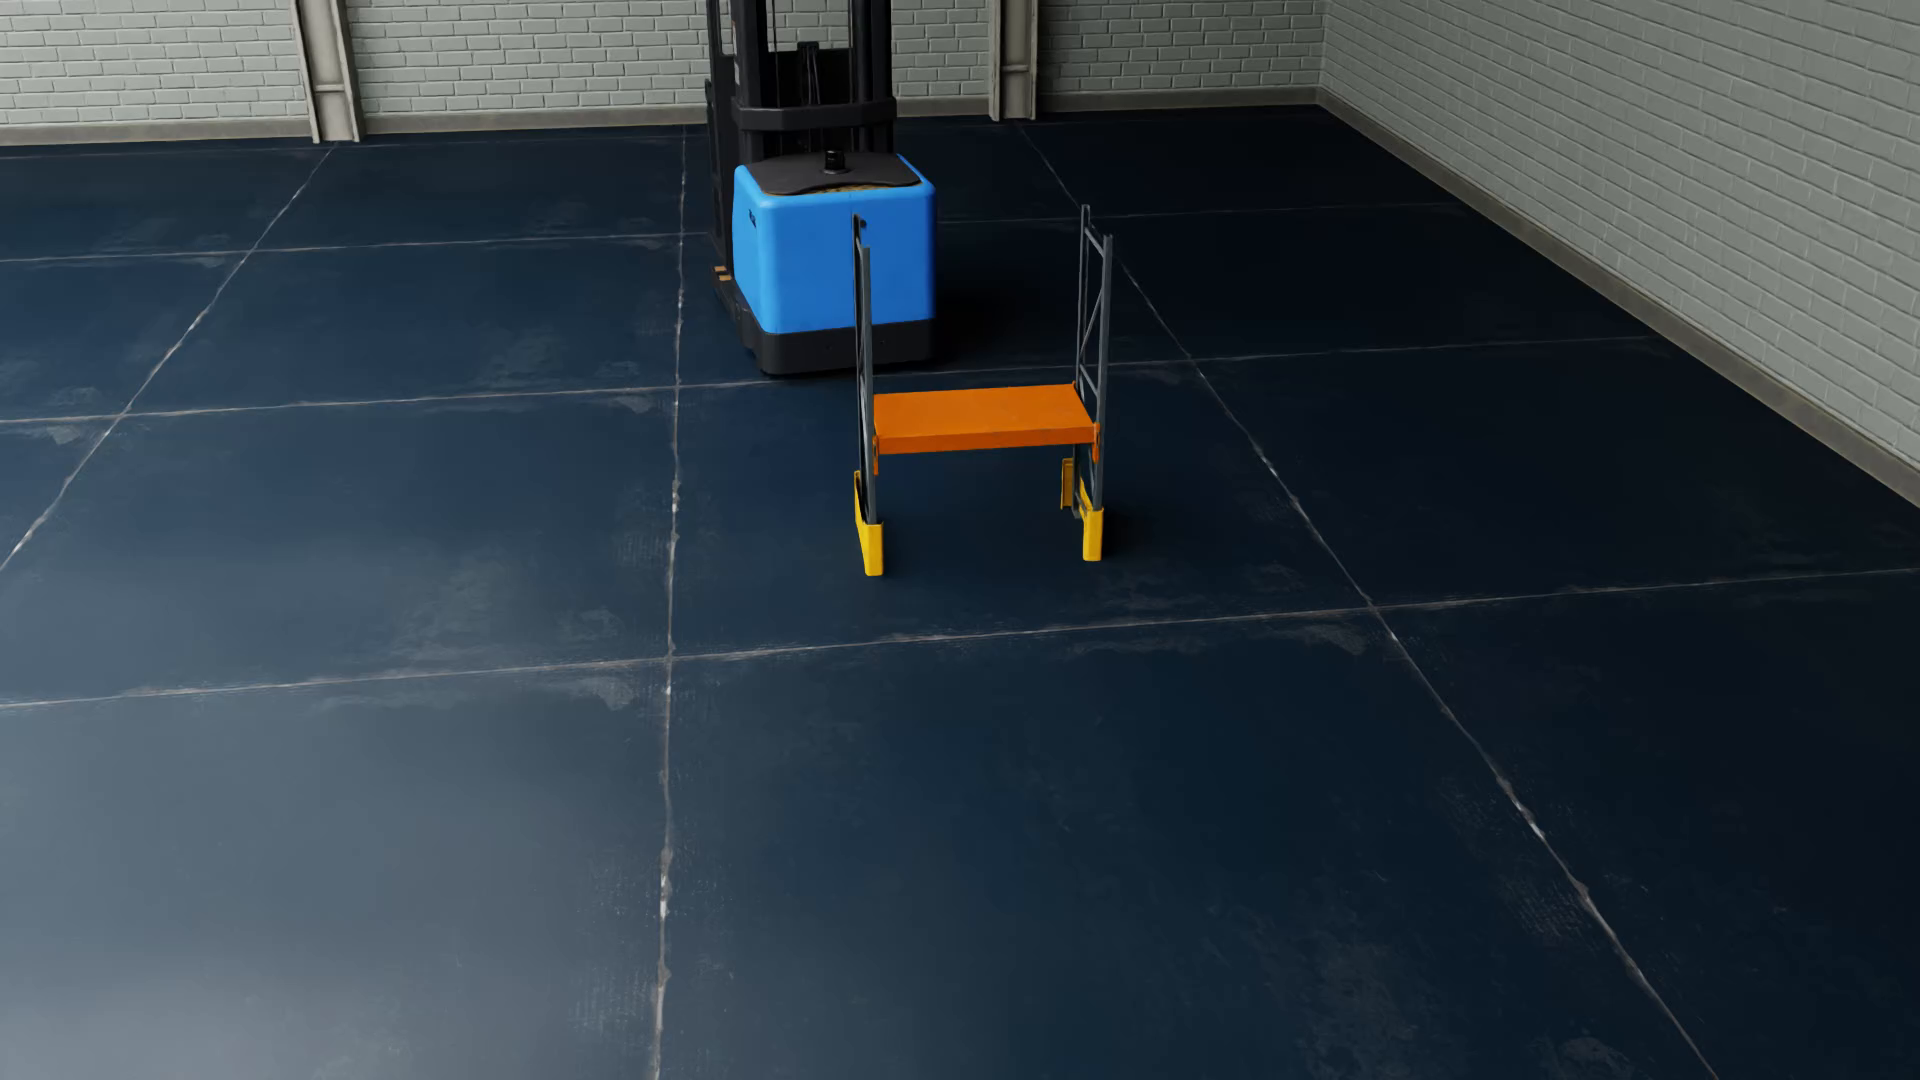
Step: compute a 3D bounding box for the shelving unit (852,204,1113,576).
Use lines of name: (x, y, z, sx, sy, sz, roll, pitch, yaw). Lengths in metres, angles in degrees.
shelving unit: (0.075, -0.672, 7.417, 1.083, 1.500, 0.587, -4, 27, -7)

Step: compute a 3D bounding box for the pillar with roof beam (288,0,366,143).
pillar with roof beam: (-4.859, -5.595, 8.797, 0.400, 9.000, 9.100, -4, 27, -7)

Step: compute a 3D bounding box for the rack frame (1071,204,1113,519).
rack frame: (0.588, -0.705, 7.481, 0.032, 1.500, 0.500, -4, 27, -7)

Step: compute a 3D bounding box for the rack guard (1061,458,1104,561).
rack guard: (0.569, -0.148, 7.764, 0.087, 0.250, 0.587, -4, 27, -7)

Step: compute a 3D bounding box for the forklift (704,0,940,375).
forklift: (-1.017, -2.895, 10.182, 1.130, 2.935, 3.031, -8, 28, -14)

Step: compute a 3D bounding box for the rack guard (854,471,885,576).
rack guard: (-0.418, -0.084, 7.641, 0.087, 0.250, 0.587, -4, 27, -7)

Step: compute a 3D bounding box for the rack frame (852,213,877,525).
rack frame: (-0.419, -0.640, 7.355, 0.032, 1.500, 0.500, -4, 27, -7)

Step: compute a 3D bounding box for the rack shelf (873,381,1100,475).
rack shelf: (0.084, -0.513, 7.500, 1.000, 0.185, 0.538, -4, 27, -7)

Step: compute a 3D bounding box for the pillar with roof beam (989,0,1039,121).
pillar with roof beam: (1.083, -5.977, 9.541, 0.400, 9.000, 9.100, -4, 27, -7)
